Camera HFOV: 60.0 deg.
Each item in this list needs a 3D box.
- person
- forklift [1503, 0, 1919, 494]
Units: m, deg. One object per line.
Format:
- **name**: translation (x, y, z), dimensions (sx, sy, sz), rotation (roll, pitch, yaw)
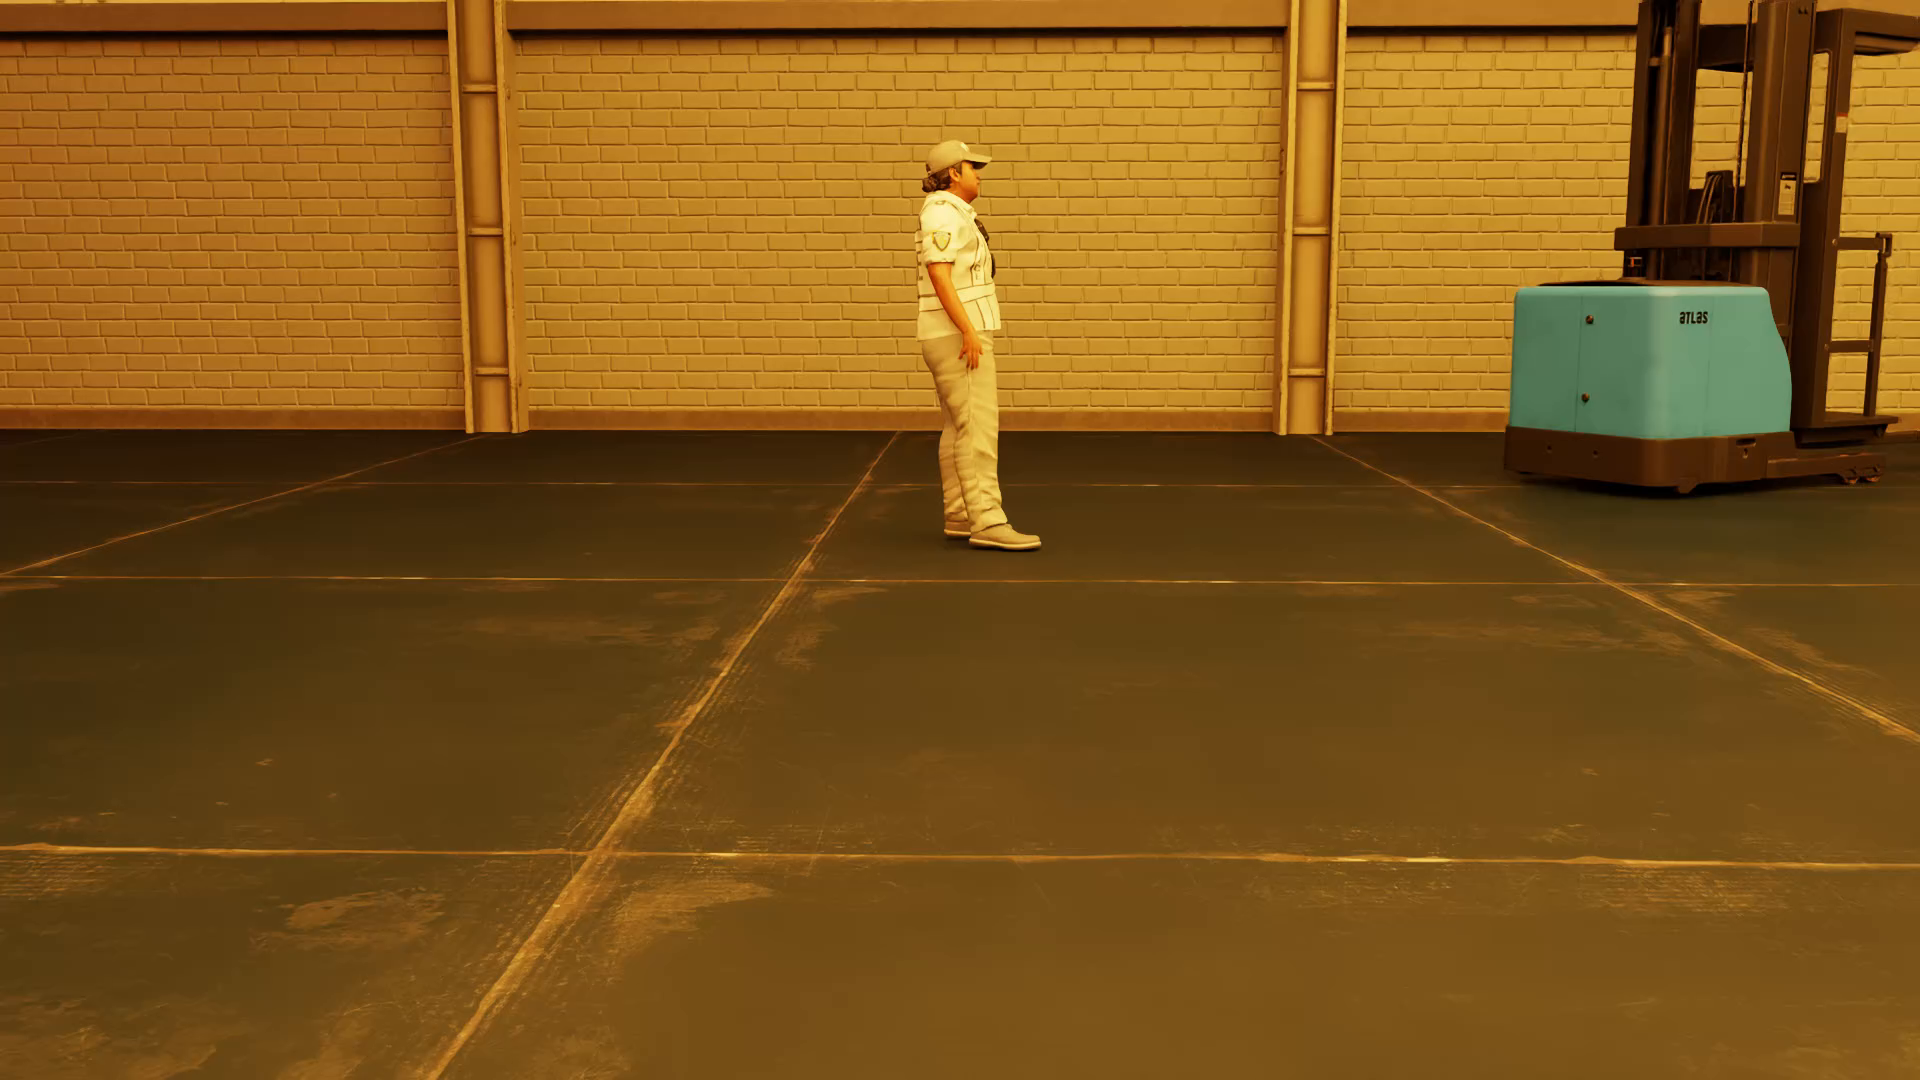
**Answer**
- **person**: translation (0.076, -0.827, 6.976), dimensions (0.529, 1.670, 0.598), rotation (0, 9, 1)
- **forklift**: translation (4.559, -1.819, 9.333), dimensions (3.031, 2.935, 1.130), rotation (-5, 10, -29)
